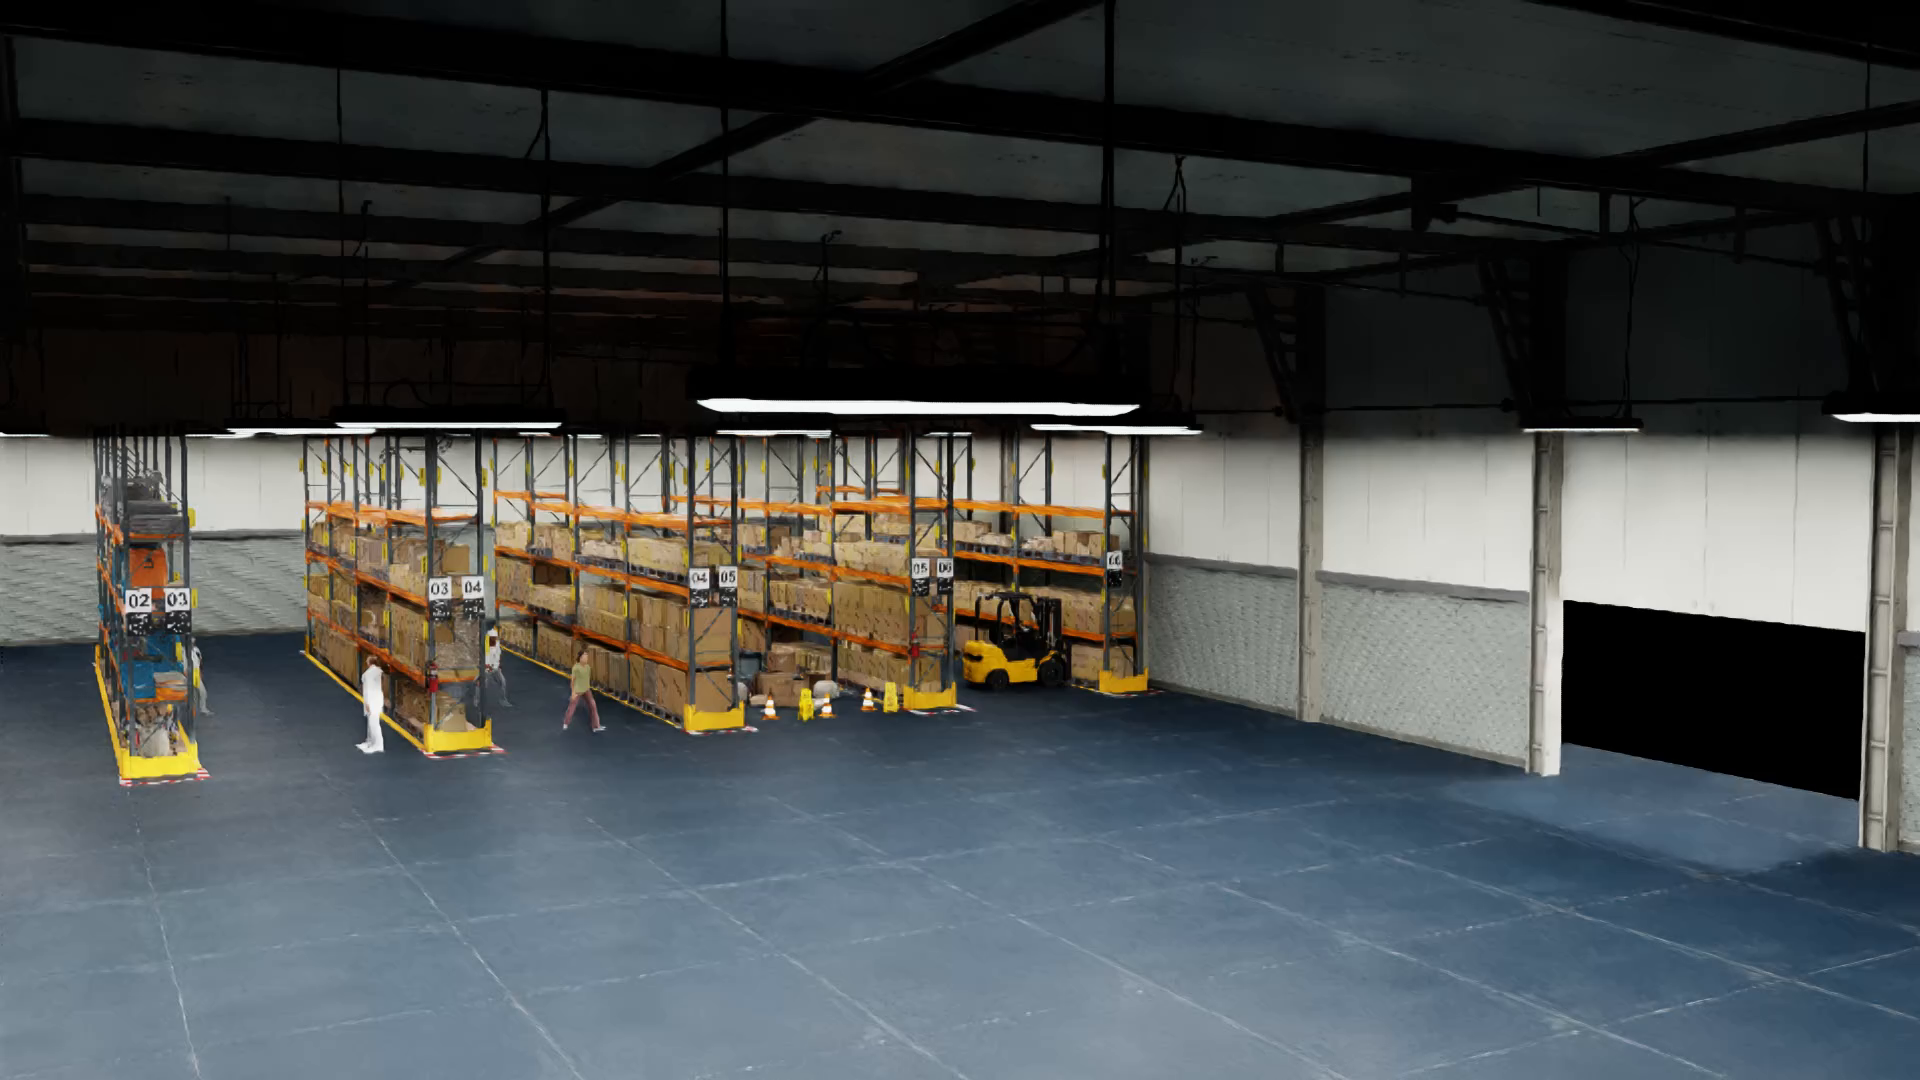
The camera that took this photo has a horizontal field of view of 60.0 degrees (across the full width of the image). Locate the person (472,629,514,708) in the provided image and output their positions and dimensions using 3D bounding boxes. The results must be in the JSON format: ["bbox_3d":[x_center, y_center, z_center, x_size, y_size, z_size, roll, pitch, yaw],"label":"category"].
[{"bbox_3d":[-10.007,2.726,35.376,0.835,1.704,0.709,3,5,44],"label":"person"}]

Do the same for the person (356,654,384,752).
[{"bbox_3d":[-10.824,2.955,30.486,0.549,1.750,0.631,0,3,1],"label":"person"}]

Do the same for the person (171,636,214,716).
[{"bbox_3d":[-15.901,2.794,34.290,0.858,1.690,0.701,3,5,45],"label":"person"}]

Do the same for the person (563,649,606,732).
[{"bbox_3d":[-7.418,2.943,32.589,0.954,1.622,0.484,3,4,38],"label":"person"}]
